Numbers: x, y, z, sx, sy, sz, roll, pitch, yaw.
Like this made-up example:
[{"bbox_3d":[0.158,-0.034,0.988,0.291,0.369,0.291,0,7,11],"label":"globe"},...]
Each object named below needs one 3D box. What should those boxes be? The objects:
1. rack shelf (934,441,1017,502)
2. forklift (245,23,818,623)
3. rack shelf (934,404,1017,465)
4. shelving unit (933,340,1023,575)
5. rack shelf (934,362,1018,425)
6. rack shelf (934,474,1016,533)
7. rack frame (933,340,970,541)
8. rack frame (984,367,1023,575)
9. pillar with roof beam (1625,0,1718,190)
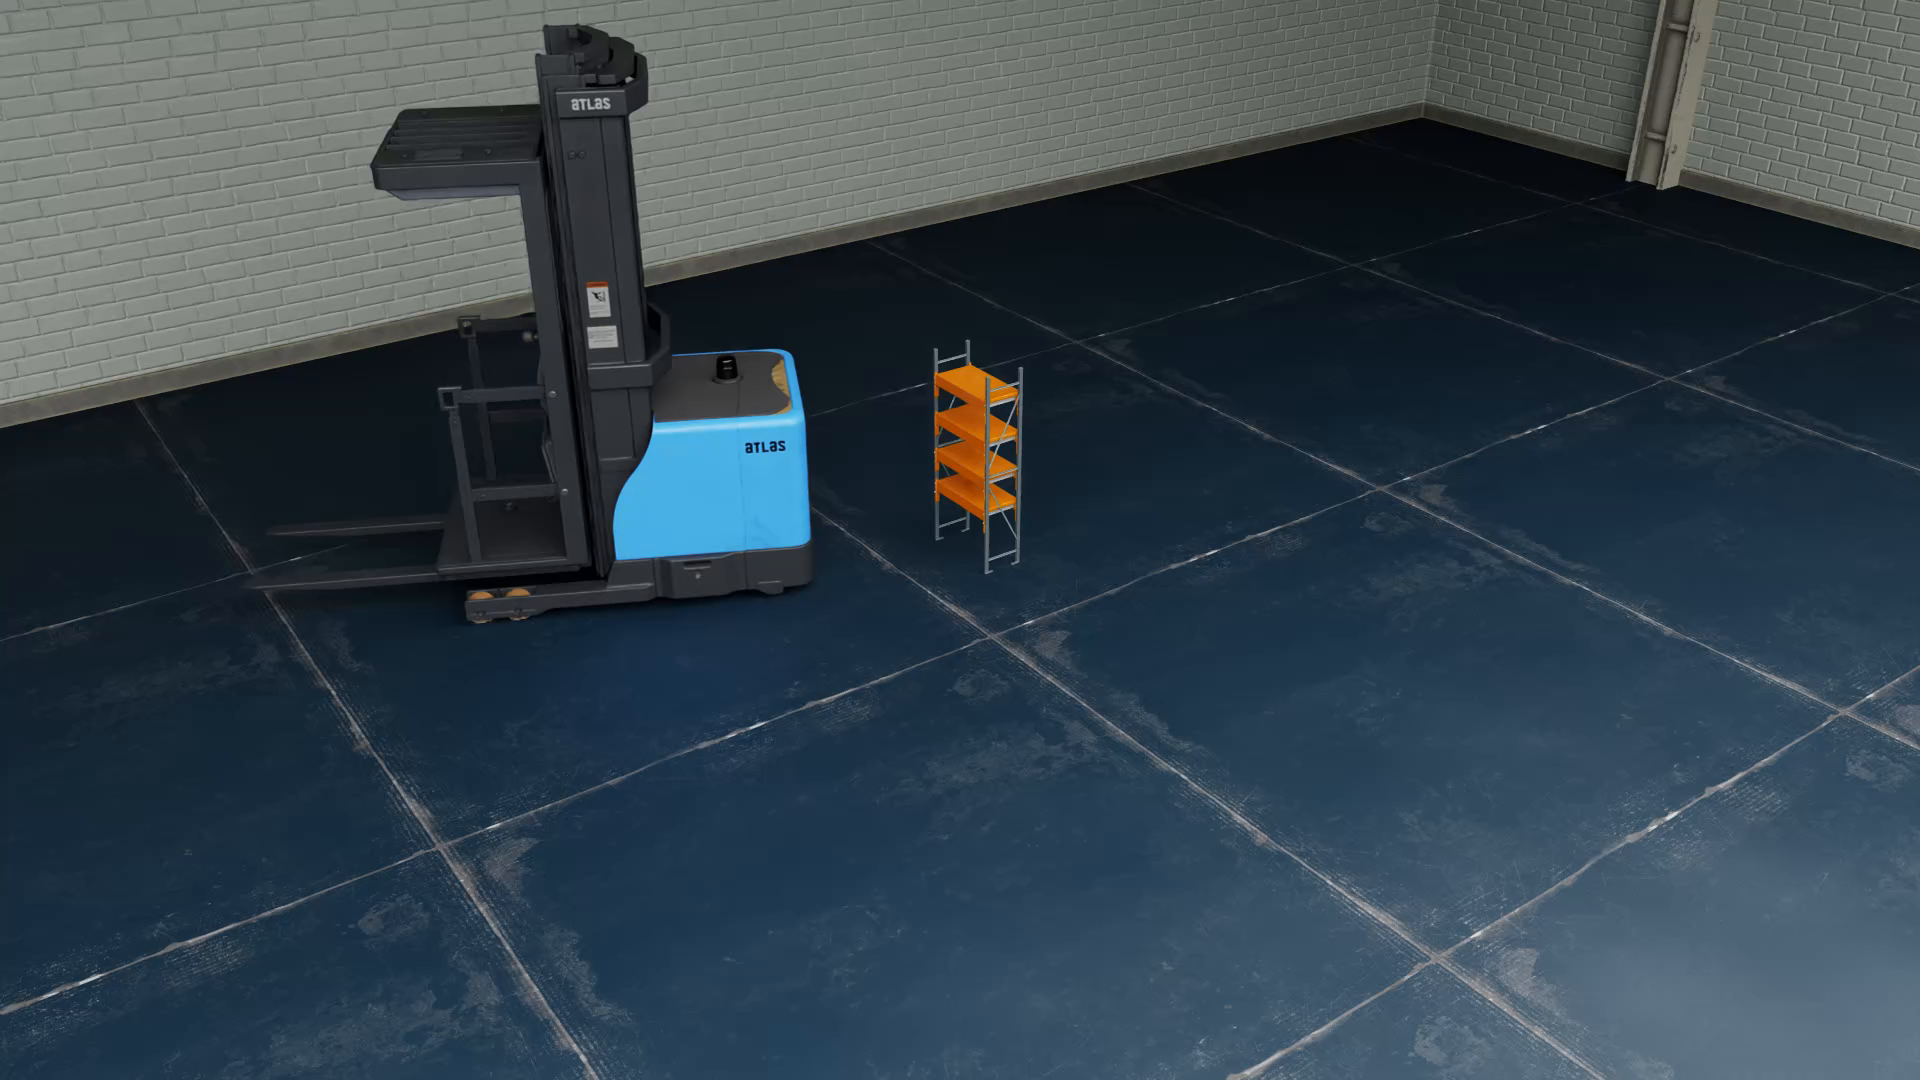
[{"bbox_3d":[0.096,-0.404,9.377,0.258,0.148,0.480,-19,34,-31],"label":"rack shelf"},{"bbox_3d":[-2.352,-1.114,8.730,3.031,2.935,1.130,-4,29,-8],"label":"forklift"},{"bbox_3d":[0.096,-0.600,9.270,0.258,0.148,0.480,-19,34,-31],"label":"rack shelf"},{"bbox_3d":[0.096,-0.463,9.345,0.258,1.200,0.503,-19,34,-31],"label":"shelving unit"},{"bbox_3d":[0.096,-0.808,9.158,0.258,0.148,0.480,-19,34,-31],"label":"rack shelf"},{"bbox_3d":[0.096,-0.229,9.472,0.258,0.148,0.480,-19,34,-31],"label":"rack shelf"},{"bbox_3d":[-0.046,-0.558,9.520,0.240,1.200,0.015,-19,34,-31],"label":"rack frame"},{"bbox_3d":[0.238,-0.368,9.170,0.240,1.200,0.015,-19,34,-31],"label":"rack frame"},{"bbox_3d":[3.213,-6.235,11.801,9.100,9.000,0.400,-19,34,-31],"label":"pillar with roof beam"}]
